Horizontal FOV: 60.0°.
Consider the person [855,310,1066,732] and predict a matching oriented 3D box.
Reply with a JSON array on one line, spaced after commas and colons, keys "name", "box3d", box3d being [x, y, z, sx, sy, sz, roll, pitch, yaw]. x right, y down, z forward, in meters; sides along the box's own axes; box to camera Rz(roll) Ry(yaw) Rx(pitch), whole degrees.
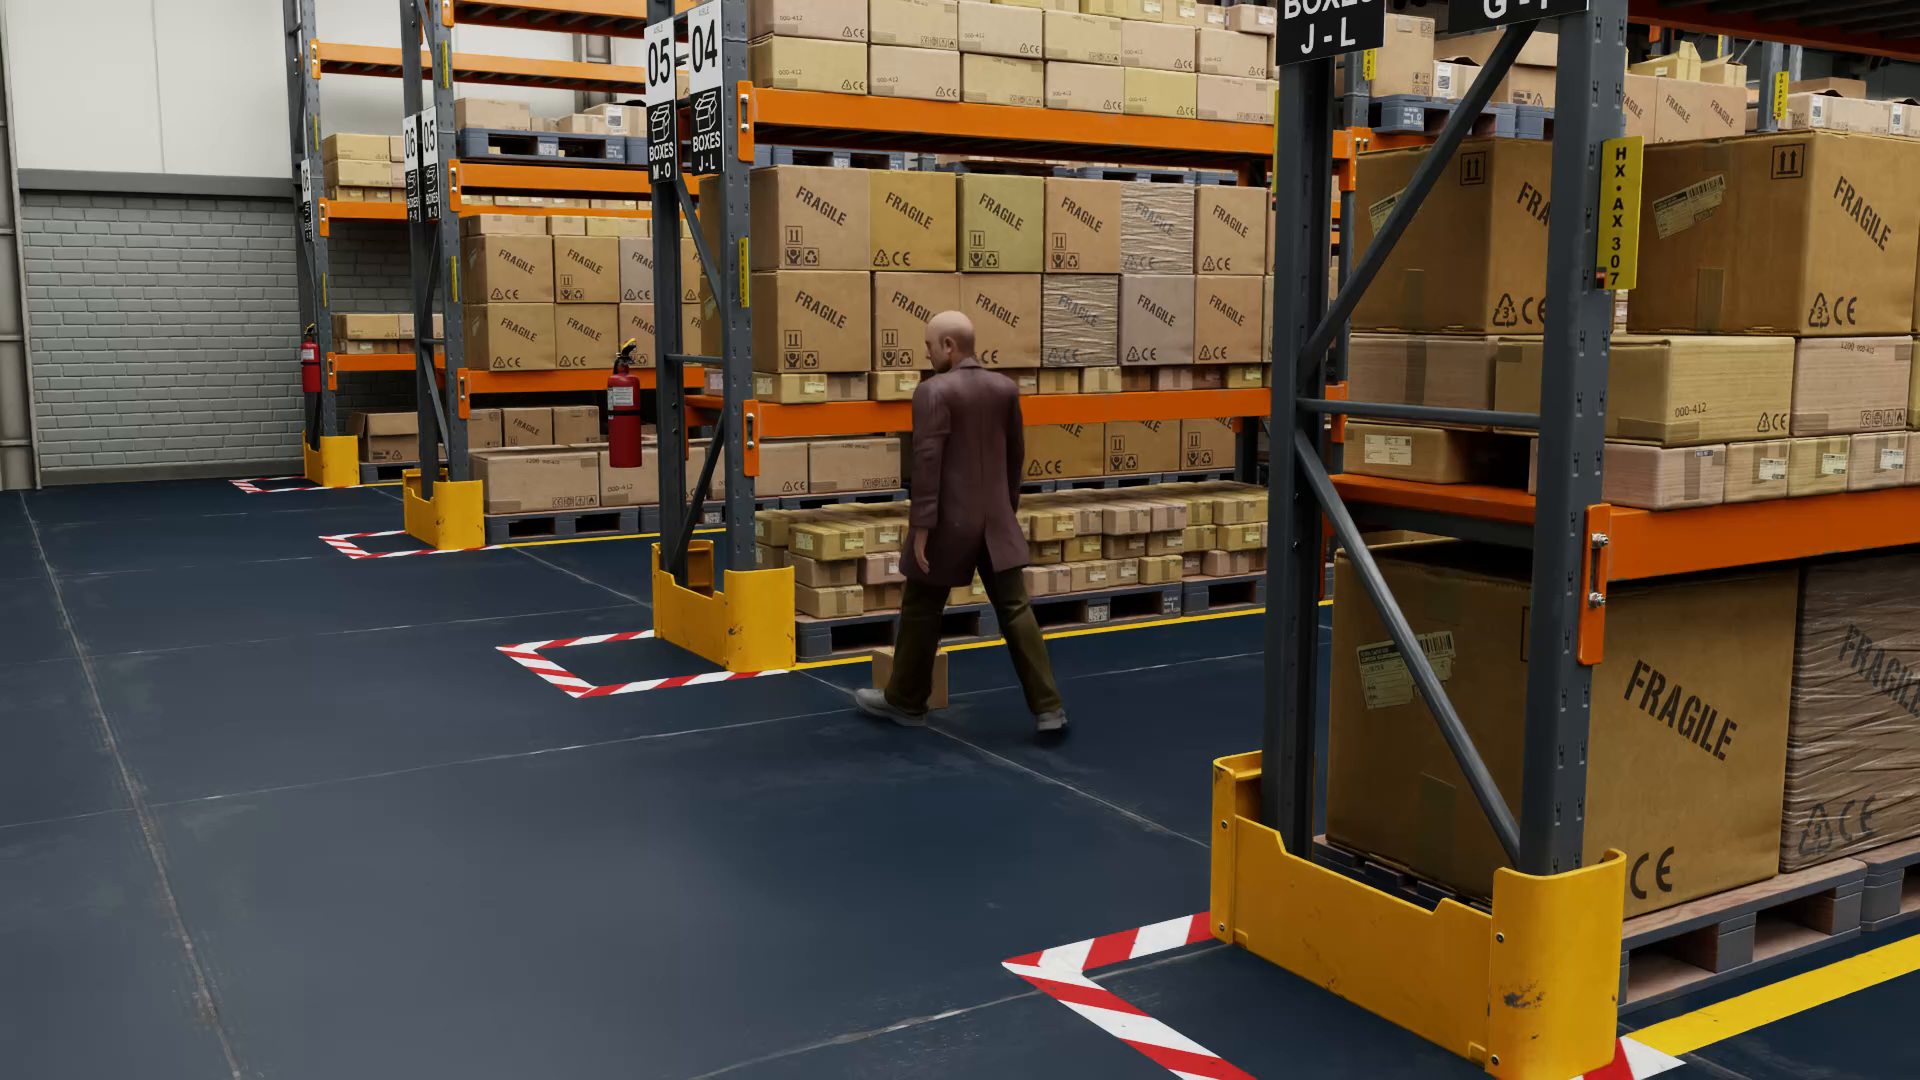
[{"name": "person", "box3d": [0.038, -0.071, 6.952, 0.697, 1.761, 0.901, -5, 9, -32]}]
